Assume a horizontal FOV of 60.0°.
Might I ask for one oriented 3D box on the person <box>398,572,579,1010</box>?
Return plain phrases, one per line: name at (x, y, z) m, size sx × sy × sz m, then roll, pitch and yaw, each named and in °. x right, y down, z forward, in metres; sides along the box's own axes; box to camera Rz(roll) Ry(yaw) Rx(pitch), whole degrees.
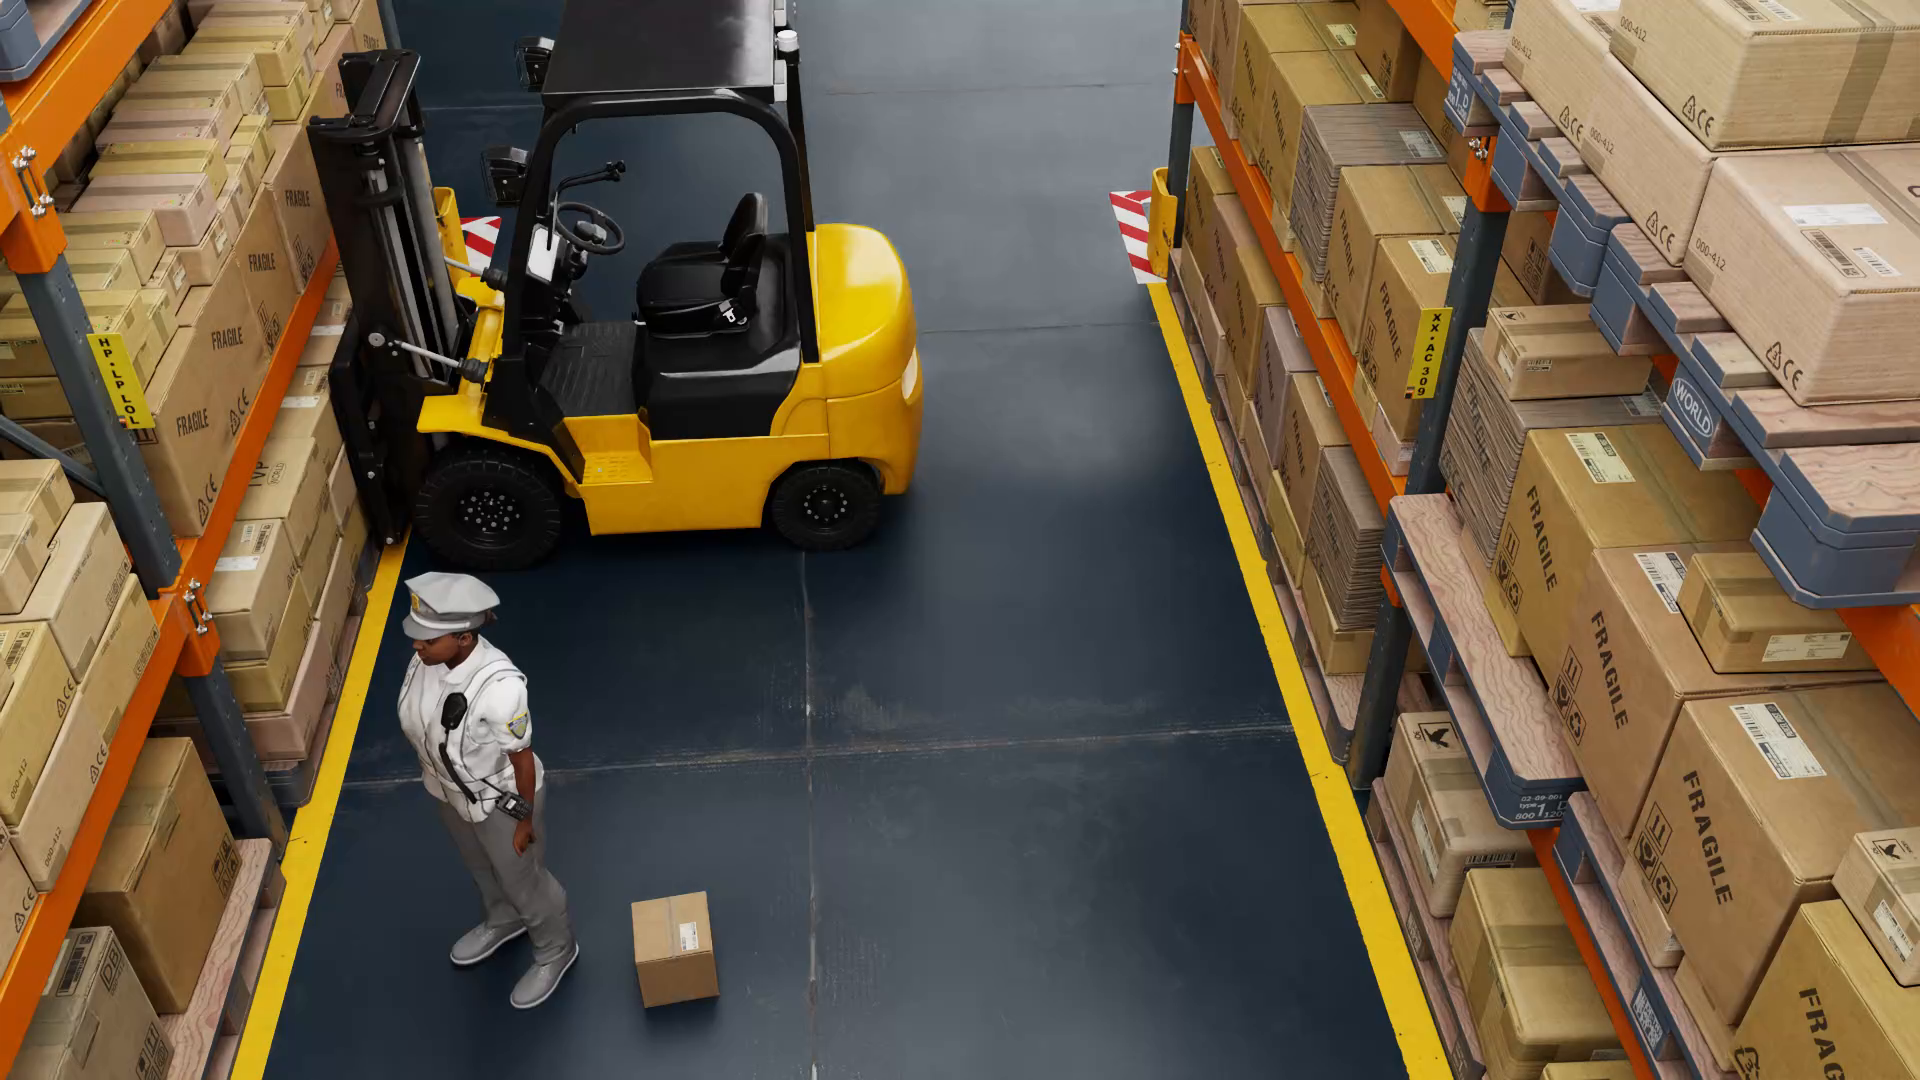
person at (-1.490, 0.782, 5.179) m, size 0.439 × 1.694 × 0.354 m, roll 27°, pitch 47°, yaw 29°
